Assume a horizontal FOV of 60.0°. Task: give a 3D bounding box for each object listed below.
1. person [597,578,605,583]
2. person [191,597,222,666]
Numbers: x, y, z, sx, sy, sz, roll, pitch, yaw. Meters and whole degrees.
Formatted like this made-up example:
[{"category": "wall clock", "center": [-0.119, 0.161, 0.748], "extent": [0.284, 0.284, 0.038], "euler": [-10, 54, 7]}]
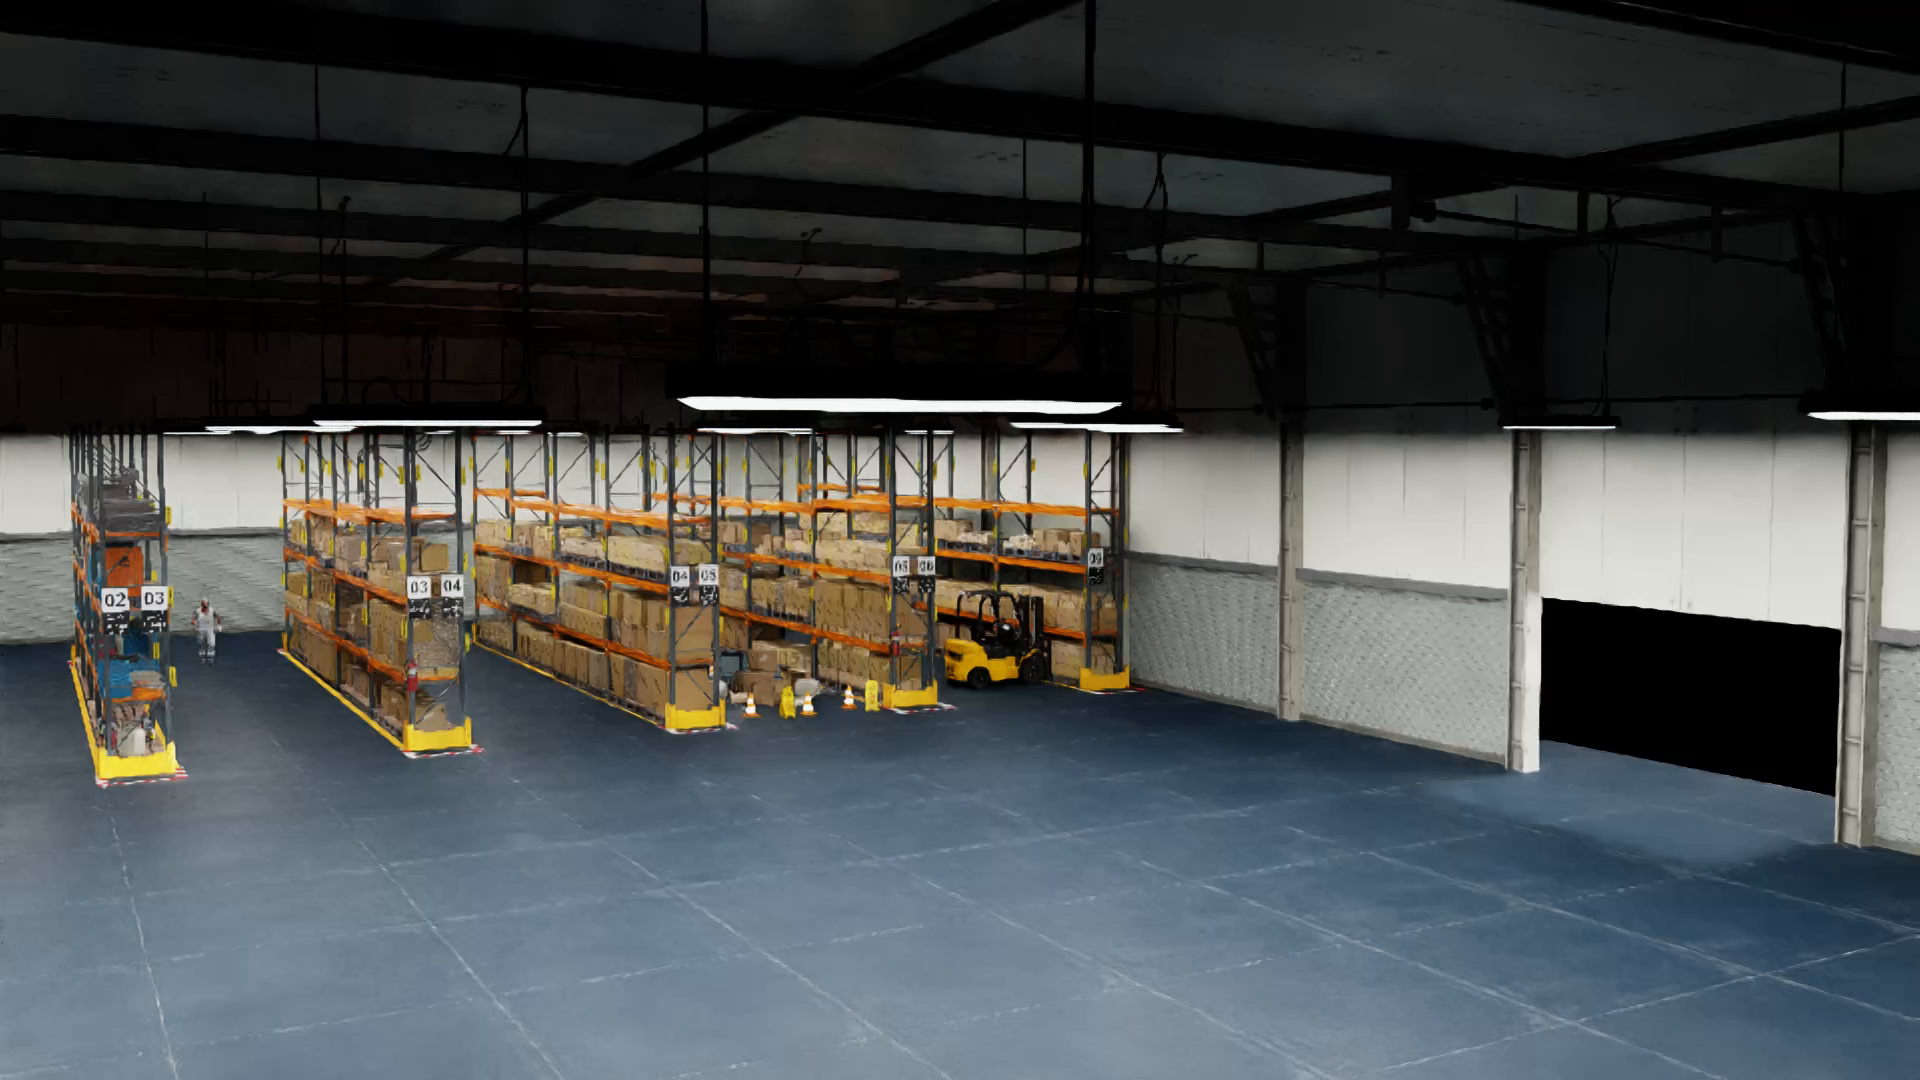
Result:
[{"category": "person", "center": [-10.517, 1.790, 48.936], "extent": [0.400, 1.786, 0.620], "euler": [-1, 4, -21]}, {"category": "person", "center": [-18.945, 2.277, 41.799], "extent": [0.703, 1.722, 0.835], "euler": [-2, 4, -24]}]
